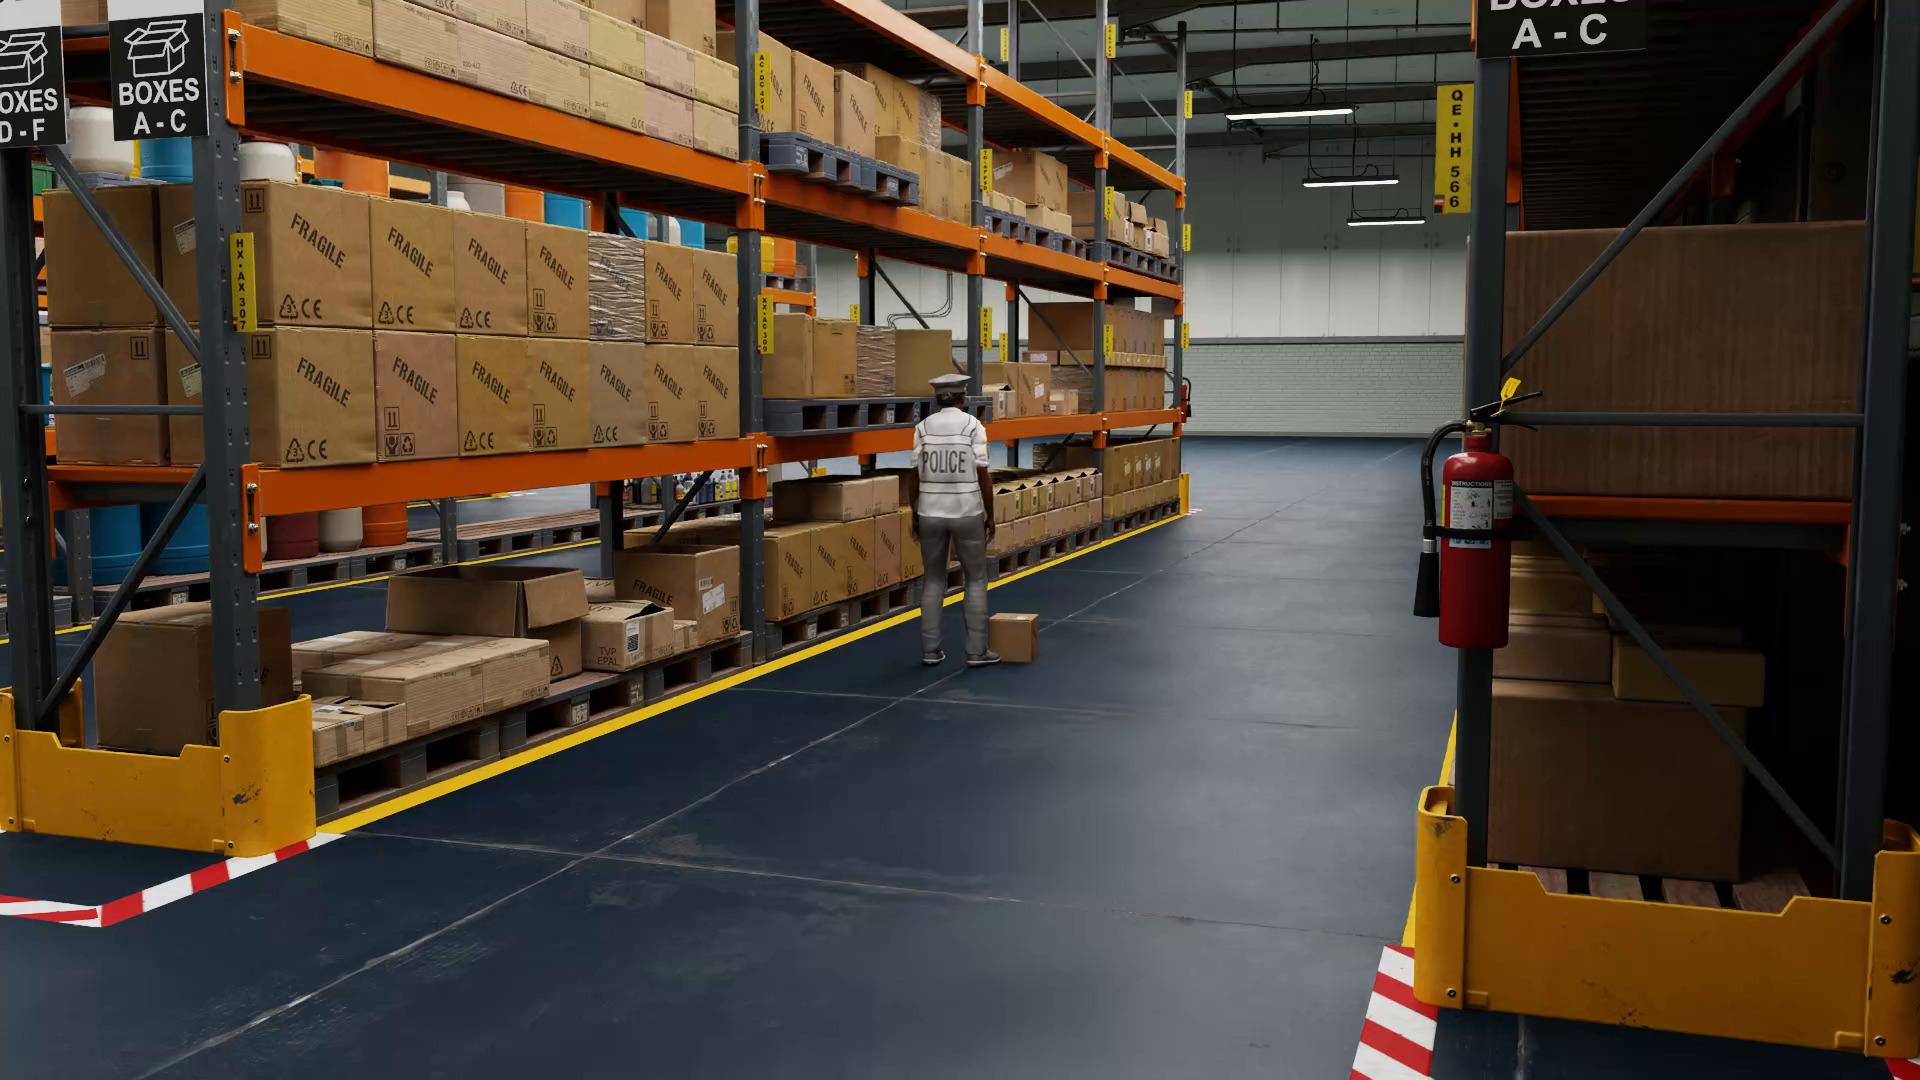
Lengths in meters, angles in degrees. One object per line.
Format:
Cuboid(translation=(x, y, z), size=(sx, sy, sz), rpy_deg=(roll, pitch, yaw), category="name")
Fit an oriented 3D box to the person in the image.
Cuboid(translation=(-0.038, -0.114, 9.487), size=(0.513, 1.656, 0.395), rpy_deg=(1, 5, 14), category="person")
